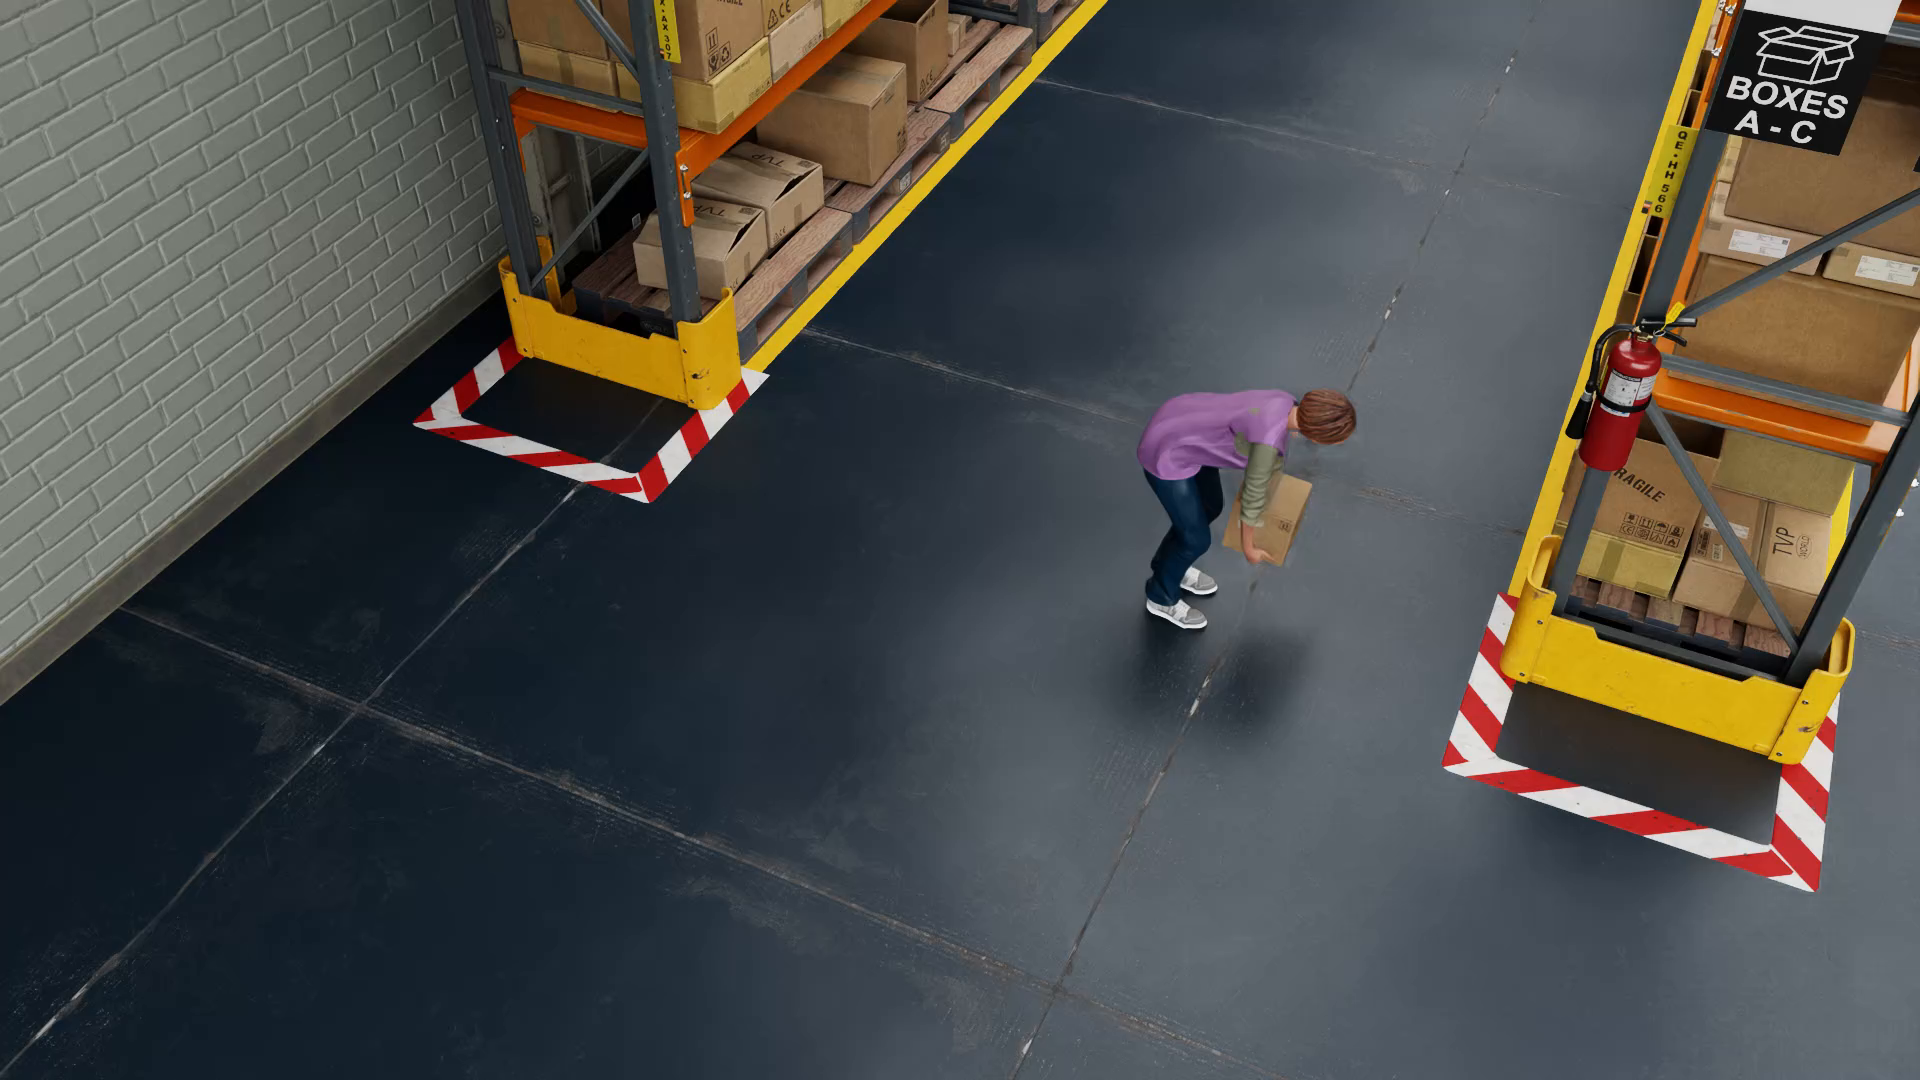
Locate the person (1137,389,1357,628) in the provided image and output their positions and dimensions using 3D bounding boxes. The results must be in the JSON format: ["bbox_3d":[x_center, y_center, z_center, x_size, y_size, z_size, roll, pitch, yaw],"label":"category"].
[{"bbox_3d":[1.088,-0.148,6.597,0.810,1.240,0.378,17,45,17],"label":"person"}]
